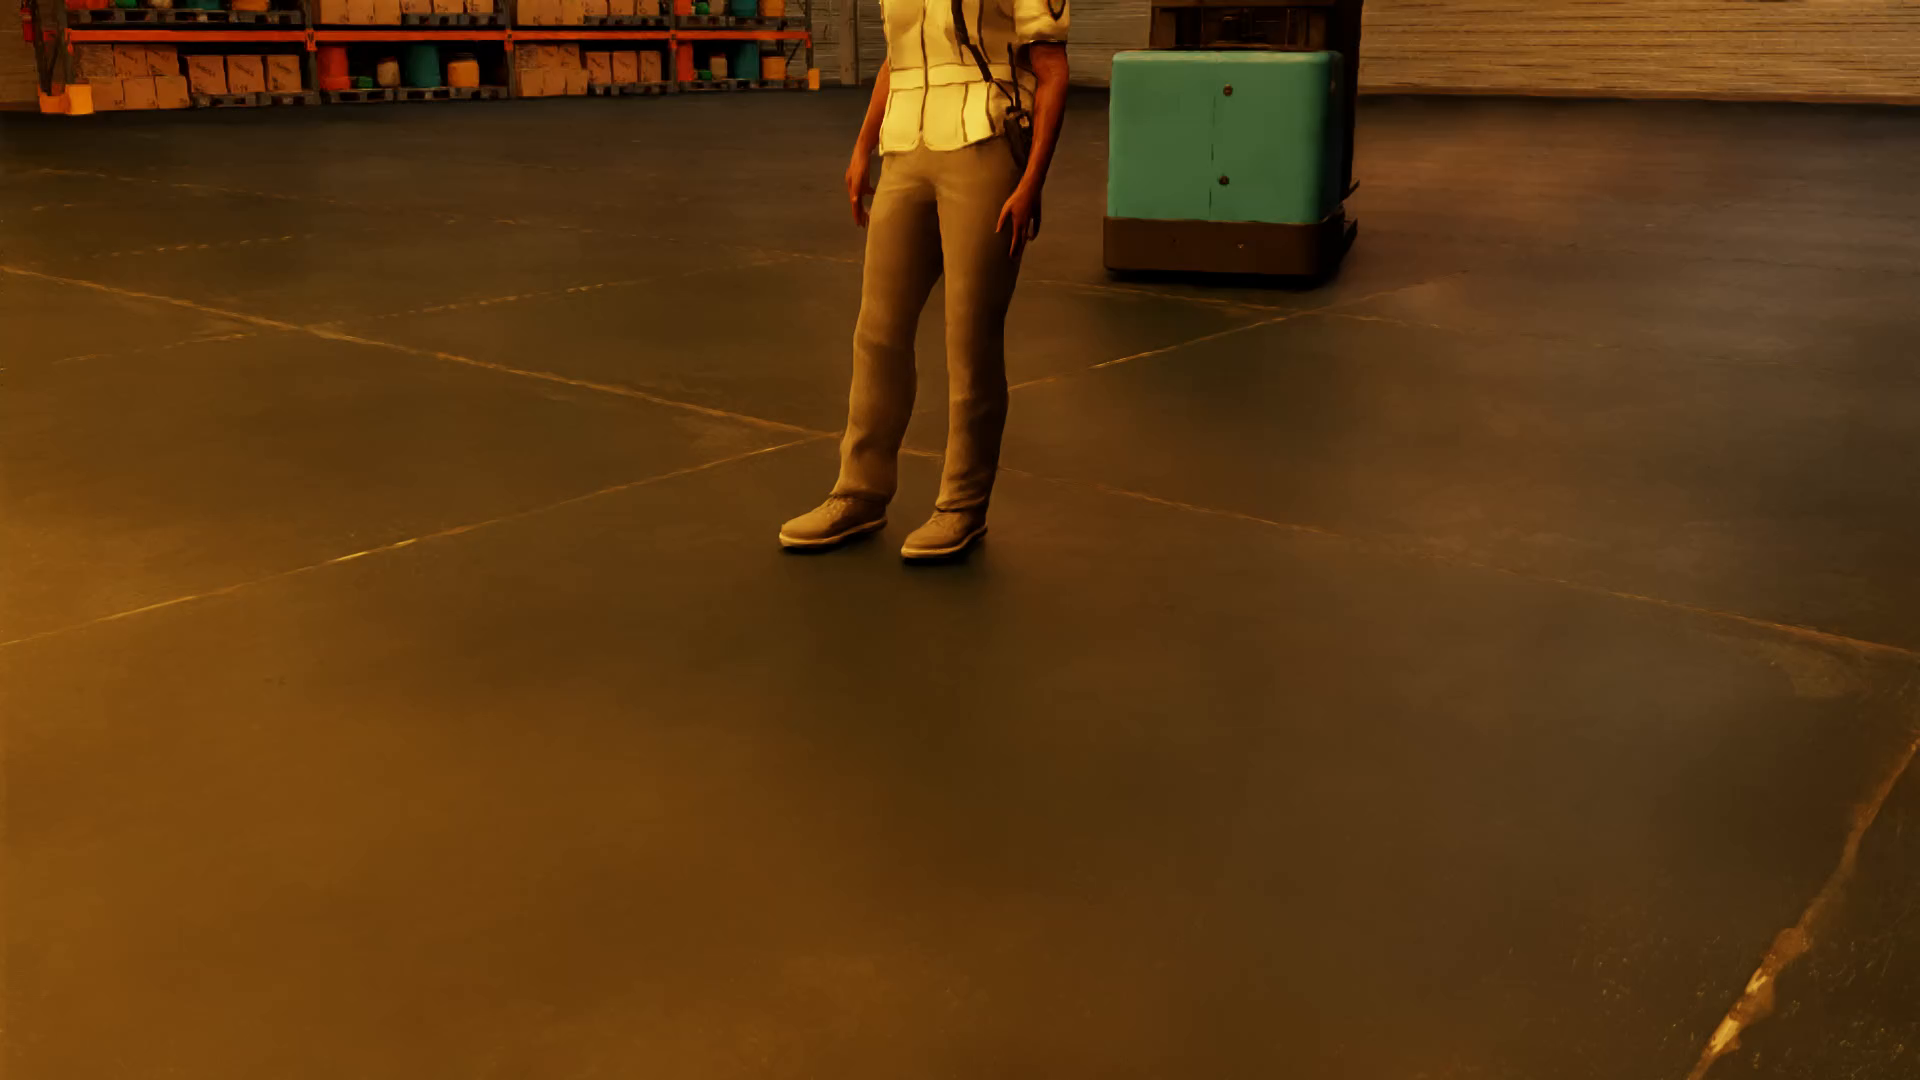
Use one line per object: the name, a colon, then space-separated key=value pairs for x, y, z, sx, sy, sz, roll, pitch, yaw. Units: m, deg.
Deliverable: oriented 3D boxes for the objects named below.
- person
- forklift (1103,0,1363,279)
person: x=-0.063 y=-0.804 z=3.651 sx=0.570 sy=1.693 sz=0.529 roll=13 pitch=21 yaw=37
forklift: x=1.615 y=-3.026 z=8.863 sx=1.130 sy=2.935 sz=3.031 roll=5 pitch=18 yaw=16
